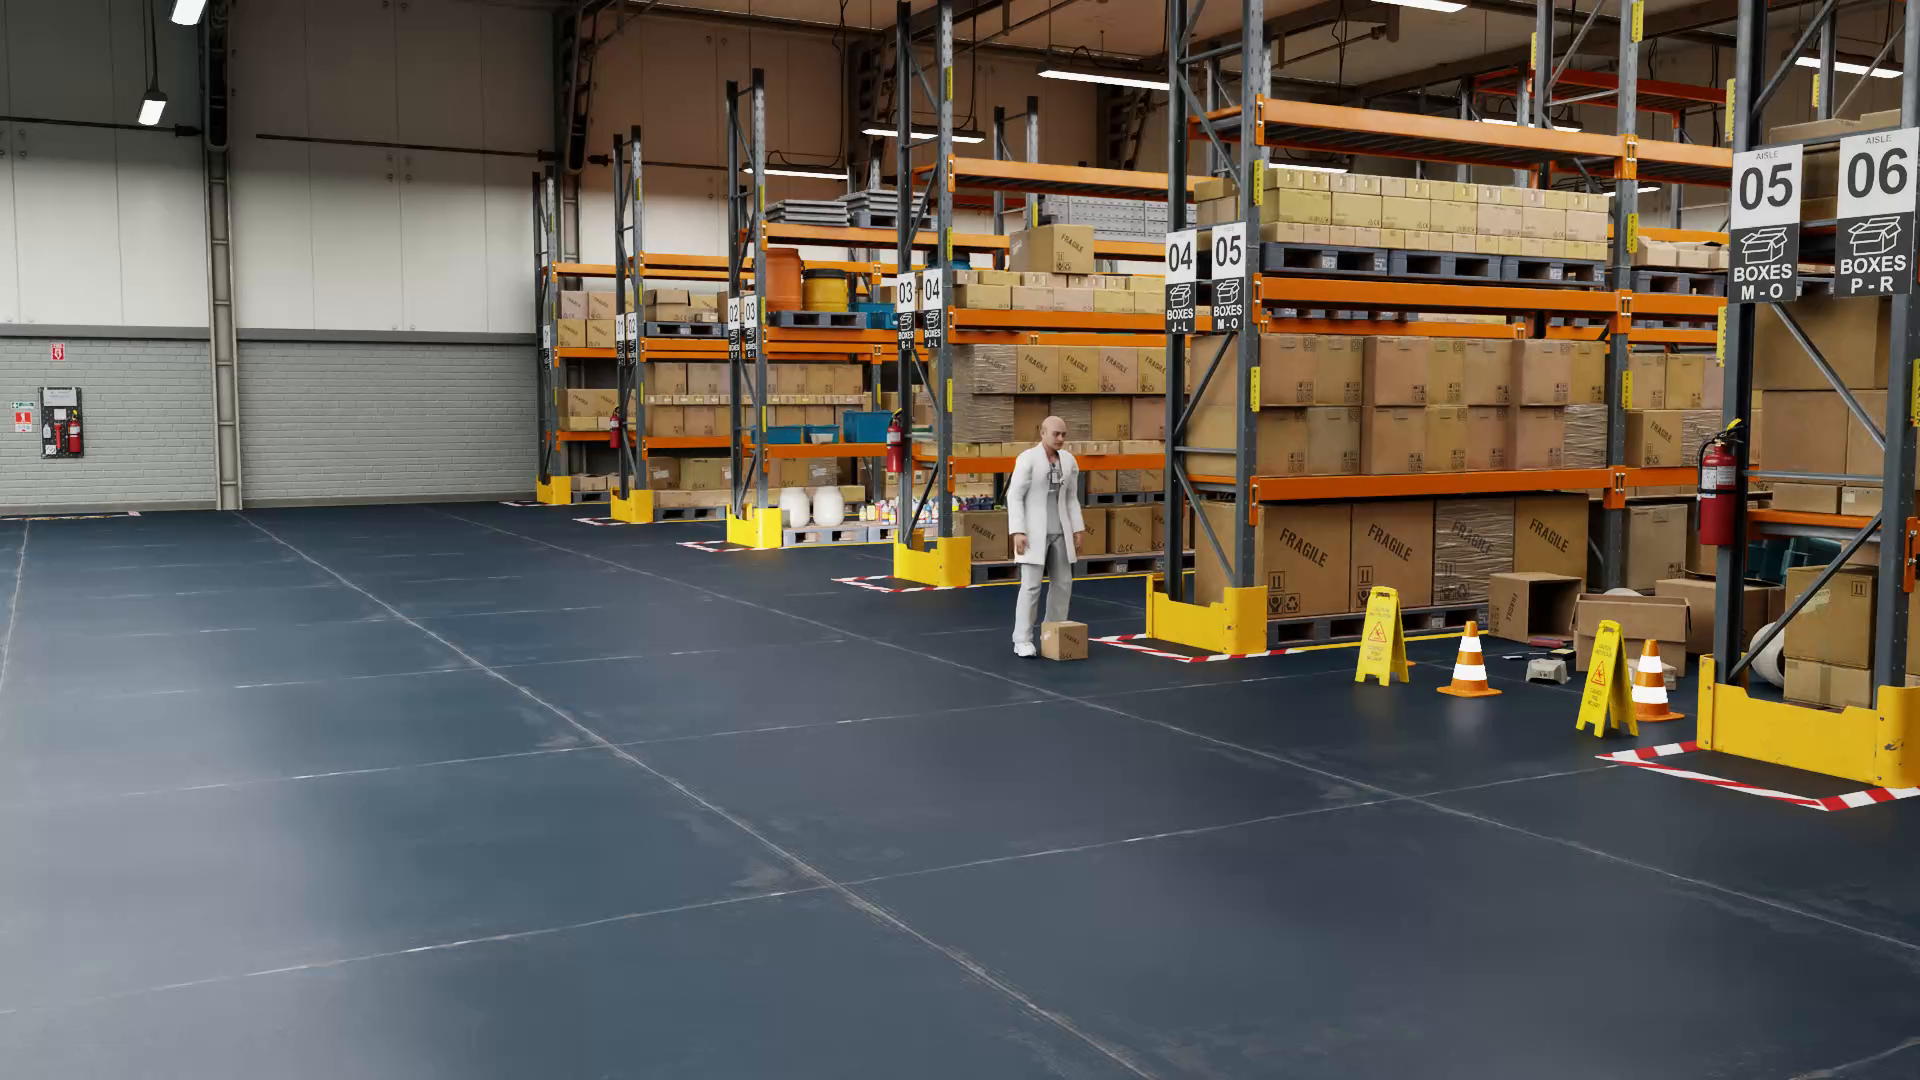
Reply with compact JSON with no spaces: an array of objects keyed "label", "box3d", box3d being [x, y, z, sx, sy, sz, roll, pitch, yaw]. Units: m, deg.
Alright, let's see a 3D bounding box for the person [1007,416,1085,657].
[{"label":"person","box3d":[0.648,-0.037,12.415,0.654,1.774,0.415,-3,6,-30]}]
